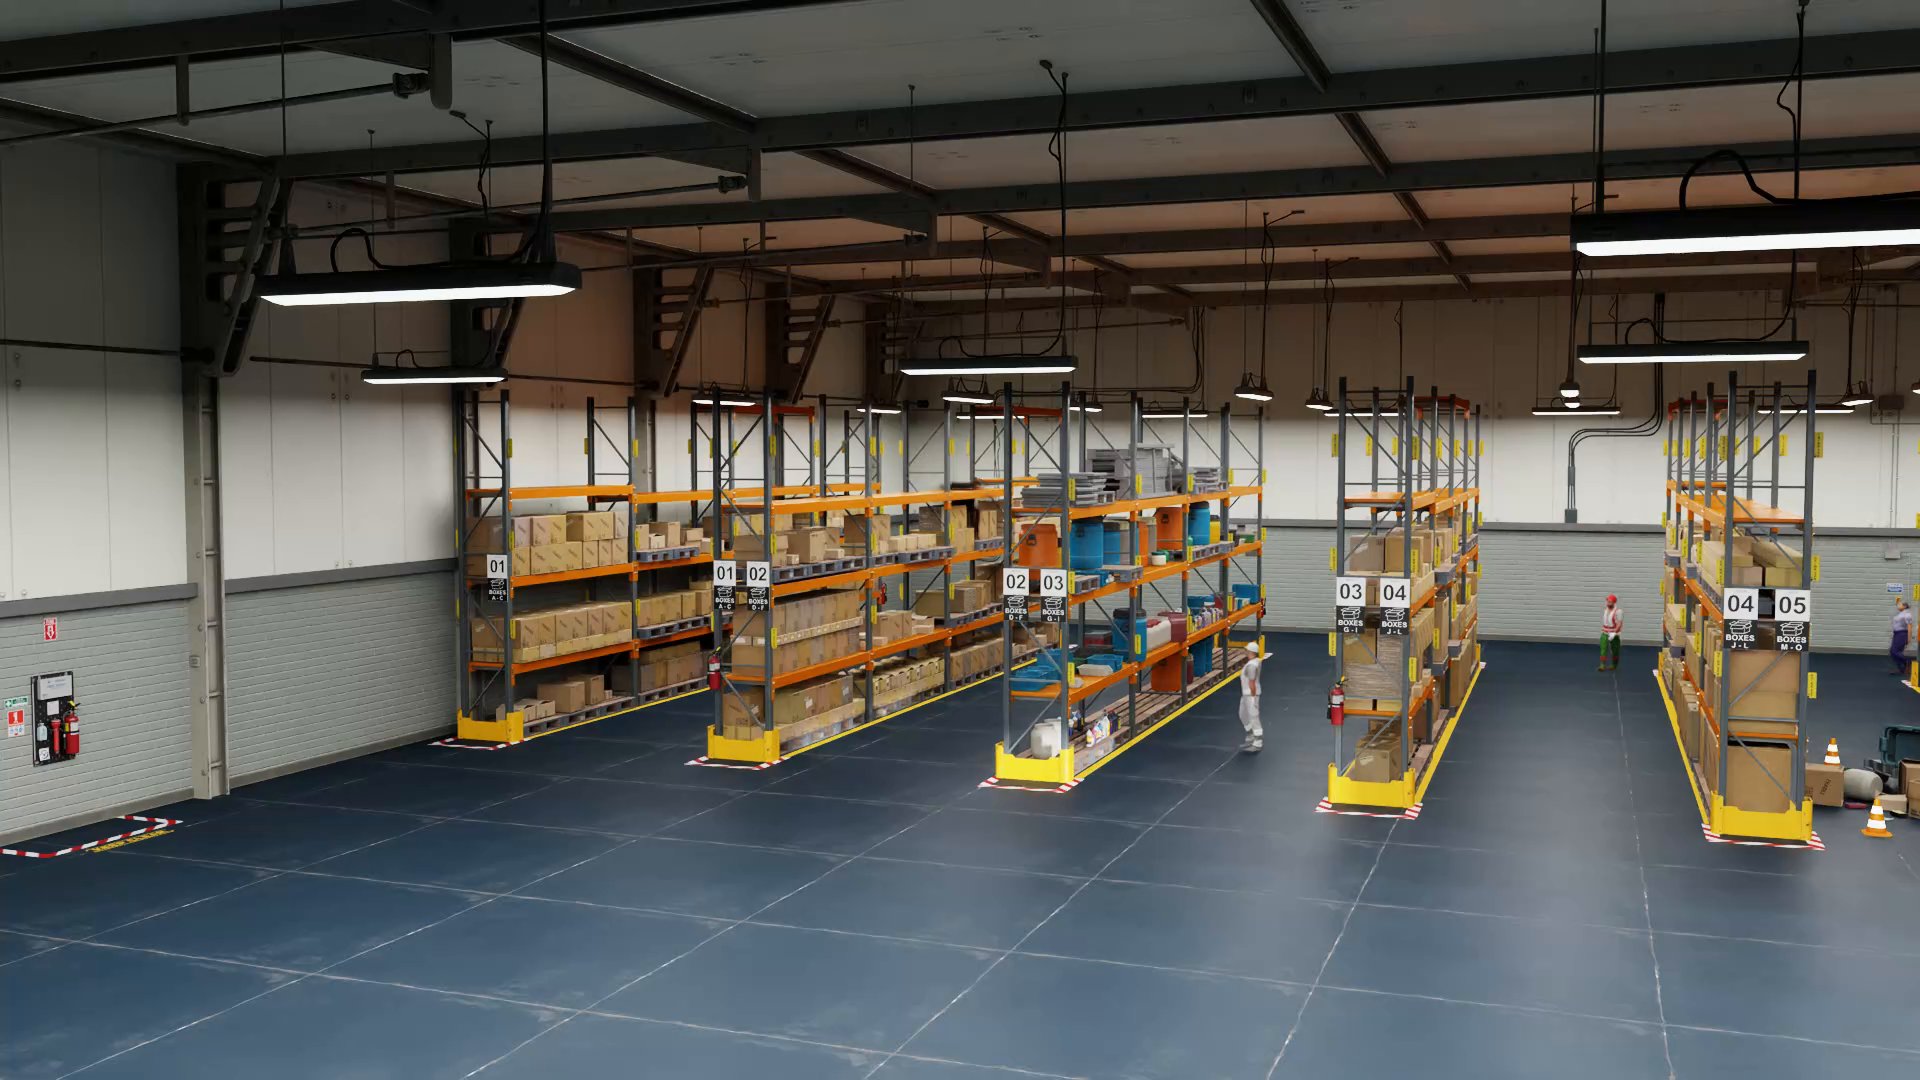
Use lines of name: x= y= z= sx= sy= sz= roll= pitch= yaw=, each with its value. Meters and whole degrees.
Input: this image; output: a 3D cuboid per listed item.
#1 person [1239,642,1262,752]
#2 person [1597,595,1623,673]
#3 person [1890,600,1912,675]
person: x=4.812 y=2.582 z=27.527 sx=0.362 sy=1.809 sz=0.694 roll=0 pitch=3 yaw=4
person: x=14.515 y=2.088 z=37.043 sx=0.500 sy=1.719 sz=1.047 roll=2 pitch=4 yaw=33
person: x=20.773 y=2.144 z=36.729 sx=0.453 sy=1.640 sz=0.526 roll=1 pitch=3 yaw=17
